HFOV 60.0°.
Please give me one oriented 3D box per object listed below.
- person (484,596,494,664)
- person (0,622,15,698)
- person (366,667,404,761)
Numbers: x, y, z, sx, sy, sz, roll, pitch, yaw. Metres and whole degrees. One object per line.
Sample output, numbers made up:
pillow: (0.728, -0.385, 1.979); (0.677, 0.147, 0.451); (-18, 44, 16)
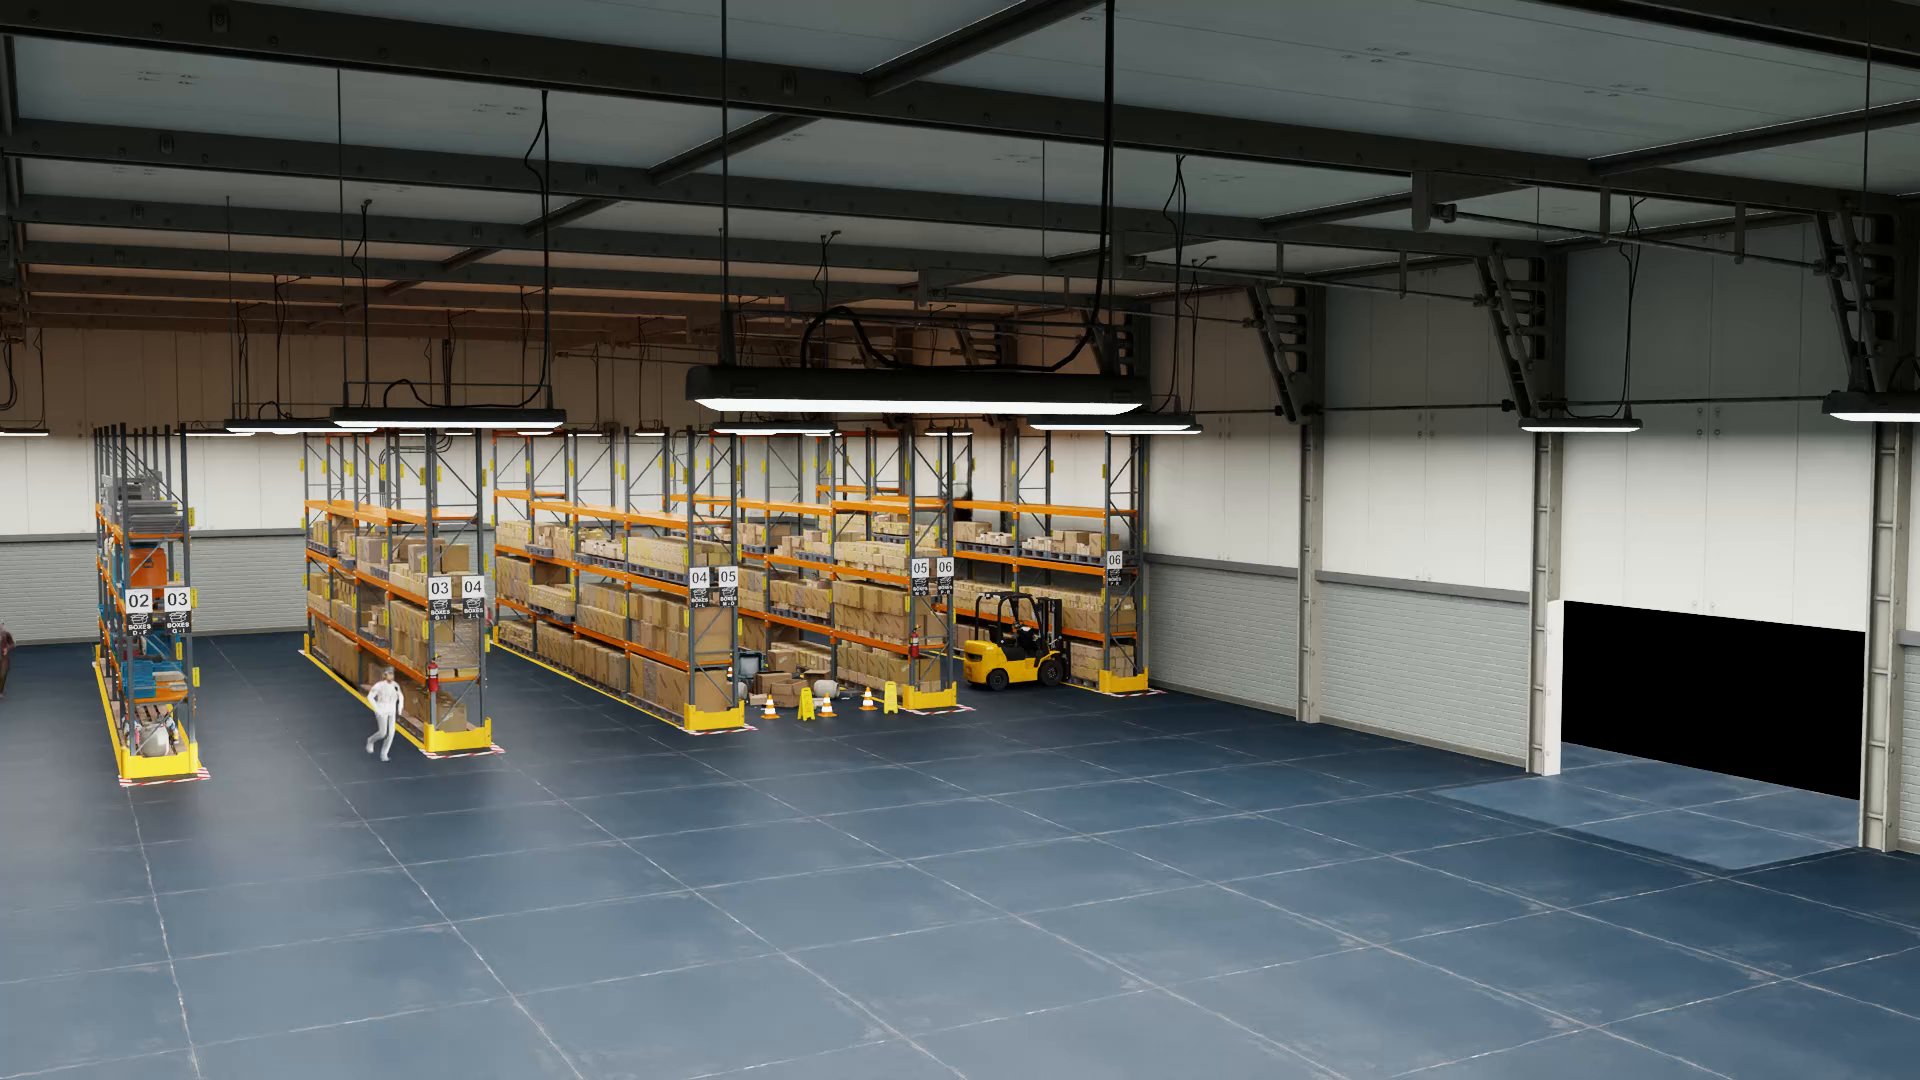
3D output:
person: (-12.249, 2.265, 42.637); (0.653, 1.758, 0.807); (-2, 4, -32)
person: (-21.229, 2.635, 36.686); (0.702, 1.738, 0.627); (-3, 4, -40)
person: (-10.324, 3.104, 29.923); (0.561, 1.679, 0.654); (3, 5, 43)
